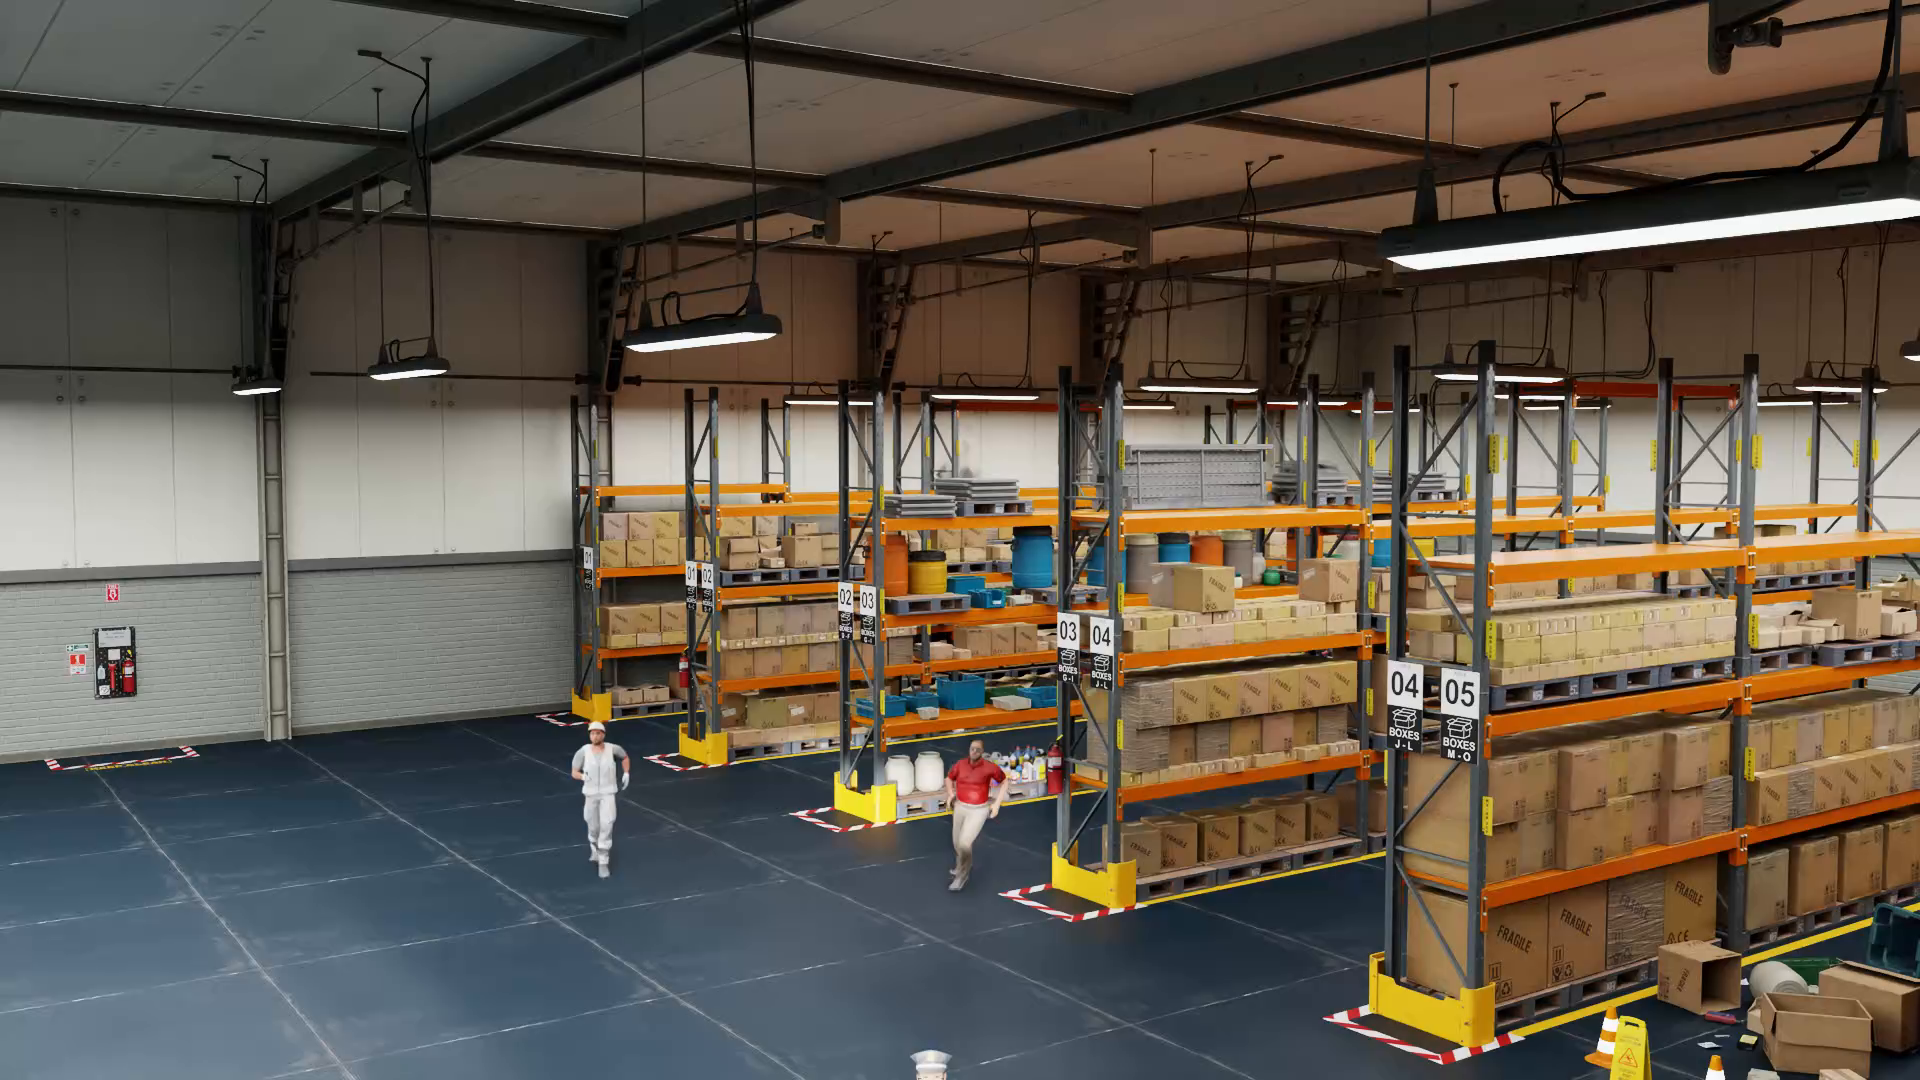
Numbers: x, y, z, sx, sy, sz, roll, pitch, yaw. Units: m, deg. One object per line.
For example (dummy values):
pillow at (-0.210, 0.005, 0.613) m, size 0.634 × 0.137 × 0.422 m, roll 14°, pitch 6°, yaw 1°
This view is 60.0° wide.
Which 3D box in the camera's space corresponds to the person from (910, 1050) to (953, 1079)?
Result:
person at (-0.180, 3.756, 9.681) m, size 0.629 × 1.645 × 0.567 m, roll 0°, pitch 3°, yaw -5°

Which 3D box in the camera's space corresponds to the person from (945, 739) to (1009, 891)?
person at (0.148, 3.174, 19.272) m, size 0.737 × 1.759 × 0.698 m, roll 2°, pitch 4°, yaw 30°

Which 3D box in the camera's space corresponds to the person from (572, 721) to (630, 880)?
person at (-4.310, 3.072, 19.919) m, size 0.667 × 1.801 × 0.908 m, roll 0°, pitch 3°, yaw -7°
